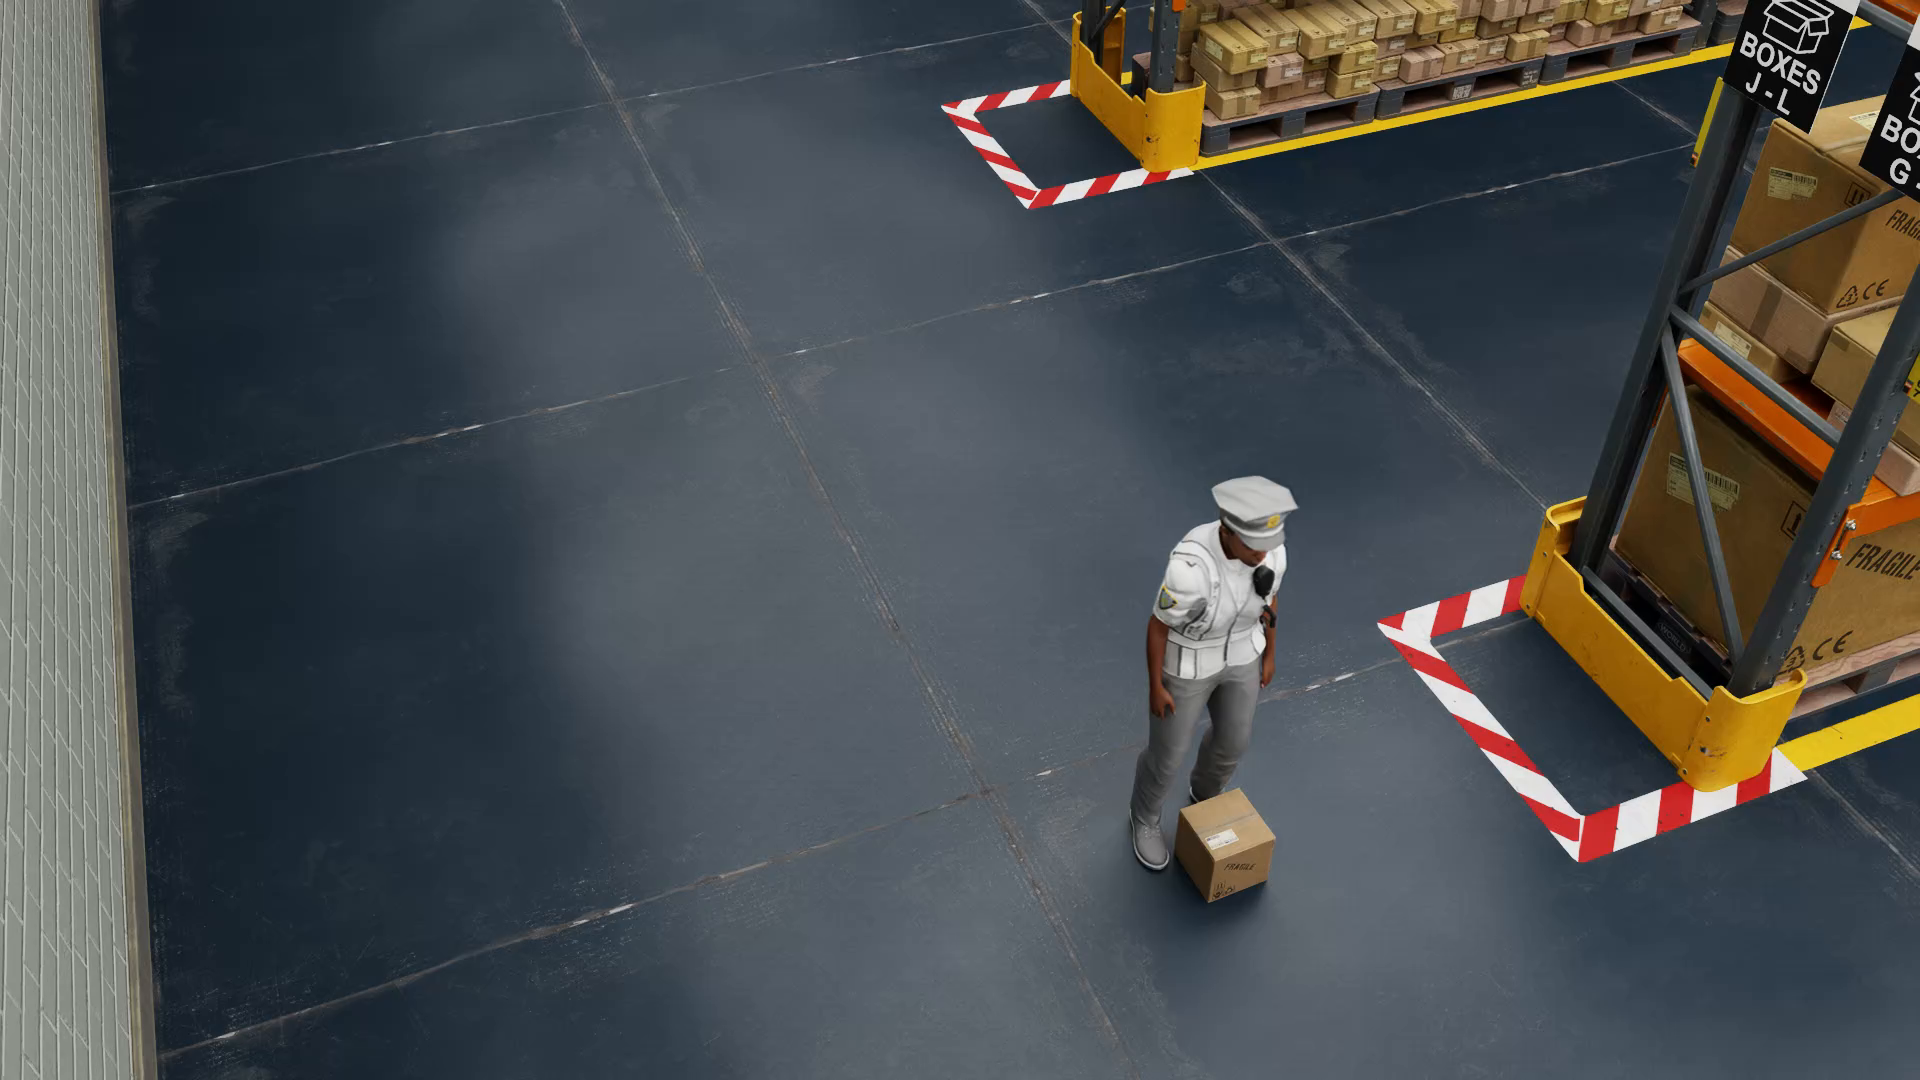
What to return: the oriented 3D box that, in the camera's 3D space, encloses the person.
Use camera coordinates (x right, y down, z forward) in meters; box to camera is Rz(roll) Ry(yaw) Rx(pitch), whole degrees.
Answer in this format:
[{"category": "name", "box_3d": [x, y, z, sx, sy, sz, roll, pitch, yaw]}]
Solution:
[{"category": "person", "box_3d": [0.851, 0.436, 5.676, 0.509, 1.658, 0.397, -16, 44, -17]}]
